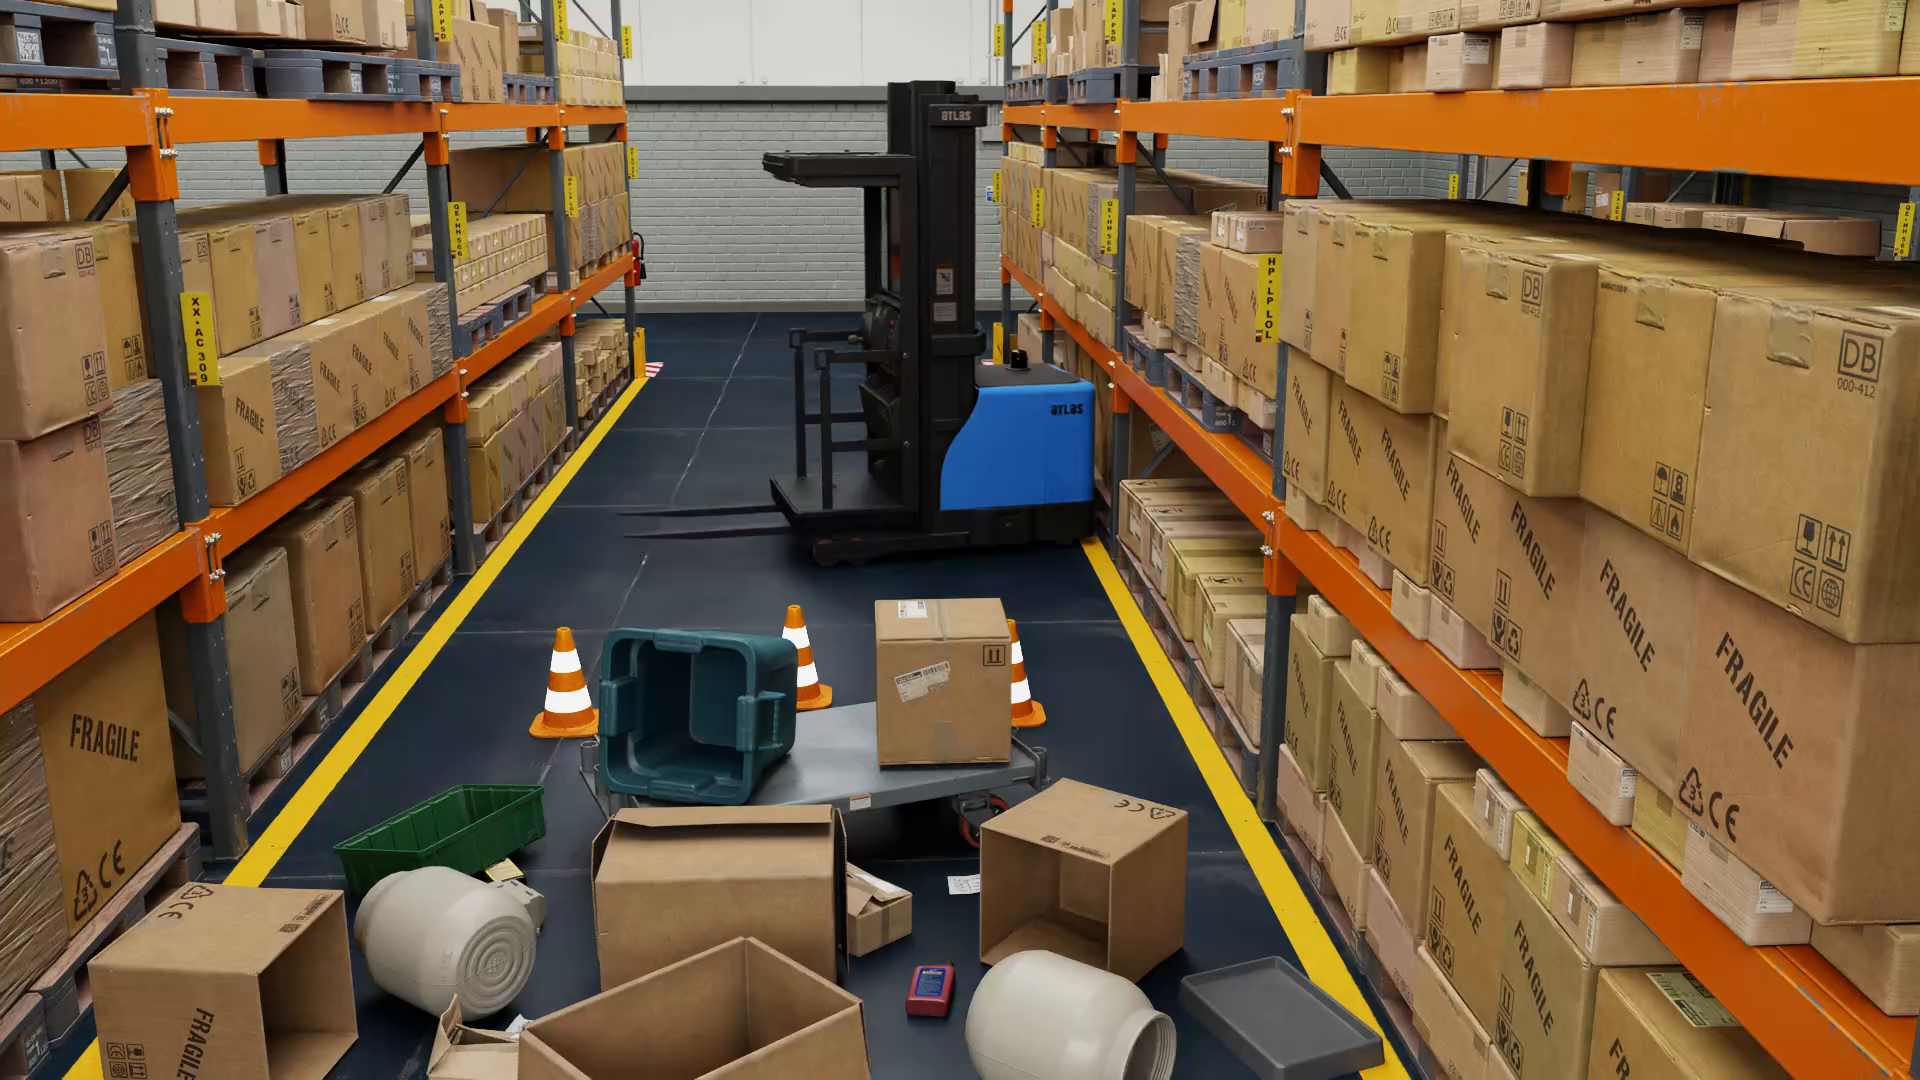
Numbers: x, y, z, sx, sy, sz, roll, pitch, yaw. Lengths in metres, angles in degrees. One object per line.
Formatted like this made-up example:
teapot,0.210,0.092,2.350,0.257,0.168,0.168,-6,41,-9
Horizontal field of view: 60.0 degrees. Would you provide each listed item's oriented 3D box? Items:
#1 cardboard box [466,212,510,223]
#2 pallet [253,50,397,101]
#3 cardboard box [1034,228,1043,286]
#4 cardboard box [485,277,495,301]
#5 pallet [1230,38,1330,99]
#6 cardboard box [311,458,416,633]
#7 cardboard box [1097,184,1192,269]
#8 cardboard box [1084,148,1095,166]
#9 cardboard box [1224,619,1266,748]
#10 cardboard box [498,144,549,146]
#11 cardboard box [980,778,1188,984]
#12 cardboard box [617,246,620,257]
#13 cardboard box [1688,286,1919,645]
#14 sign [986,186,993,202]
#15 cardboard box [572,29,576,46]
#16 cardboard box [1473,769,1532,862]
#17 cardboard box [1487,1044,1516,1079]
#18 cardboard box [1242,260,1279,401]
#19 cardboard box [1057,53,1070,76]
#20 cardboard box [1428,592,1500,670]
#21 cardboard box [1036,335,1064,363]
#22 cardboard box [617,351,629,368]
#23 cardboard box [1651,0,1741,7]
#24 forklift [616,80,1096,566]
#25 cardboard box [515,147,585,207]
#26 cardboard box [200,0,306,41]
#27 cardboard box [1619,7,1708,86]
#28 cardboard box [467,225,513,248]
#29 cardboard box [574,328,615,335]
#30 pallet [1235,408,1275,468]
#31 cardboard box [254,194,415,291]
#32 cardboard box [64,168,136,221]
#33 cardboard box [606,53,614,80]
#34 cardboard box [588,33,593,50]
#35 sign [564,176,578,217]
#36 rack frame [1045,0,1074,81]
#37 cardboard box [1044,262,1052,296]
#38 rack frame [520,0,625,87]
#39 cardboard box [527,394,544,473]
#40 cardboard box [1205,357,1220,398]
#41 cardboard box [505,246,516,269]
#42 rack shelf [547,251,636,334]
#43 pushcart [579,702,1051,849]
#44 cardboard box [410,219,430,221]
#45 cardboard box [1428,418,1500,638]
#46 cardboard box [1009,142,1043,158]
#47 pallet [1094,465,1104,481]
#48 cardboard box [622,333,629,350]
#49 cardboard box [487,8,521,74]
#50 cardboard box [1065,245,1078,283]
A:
cardboard box,-4.039,-2.538,14.075,0.500,0.500,0.500,-1,14,-3
pallet,-3.314,-2.159,7.757,1.003,0.211,1.213,0,14,-1
cardboard box,0.923,-2.491,14.489,0.500,0.500,0.500,-1,14,-3
cardboard box,-3.376,-1.698,11.269,0.380,0.149,0.250,0,14,-2
pallet,1.771,-1.859,6.588,1.213,0.211,1.003,-1,14,-3
cardboard box,-3.474,0.021,8.596,1.050,0.750,0.750,-1,14,-3
cardboard box,1.162,-1.994,10.549,0.500,0.500,0.500,-1,14,-5
cardboard box,0.962,-3.317,14.390,0.380,0.149,0.250,-1,14,-2
cardboard box,1.668,0.597,7.117,0.950,0.372,0.625,-1,14,-3
cardboard box,-4.165,-3.531,15.924,0.500,0.500,0.500,-1,14,-5
cardboard box,0.411,1.155,5.529,0.500,0.500,0.500,10,18,35
cardboard box,-3.695,-2.964,17.030,0.380,0.149,0.250,-1,14,-4
cardboard box,1.701,-0.147,2.776,0.700,0.500,0.500,-1,14,-5
sign,0.535,-4.874,23.406,0.327,0.218,0.001,-1,14,-3
cardboard box,-3.566,-4.380,14.509,0.380,0.149,0.250,-1,14,-5
cardboard box,1.524,0.690,4.193,0.380,0.149,0.250,0,14,-1
cardboard box,1.608,1.455,4.026,0.500,0.250,0.500,-1,14,-3
cardboard box,1.445,-0.849,6.666,0.500,0.500,0.500,-1,14,-4
cardboard box,0.936,-3.554,12.427,0.380,0.166,0.250,-2,15,-7
cardboard box,1.515,0.244,4.564,0.380,0.149,0.250,-1,14,-4
cardboard box,1.219,-1.675,15.814,0.875,0.438,0.875,-1,14,-5
cardboard box,-3.617,-1.857,17.104,0.380,0.149,0.250,0,14,-2
cardboard box,1.633,-1.120,3.043,0.500,0.250,0.500,-1,14,-4
forklift,-0.691,-1.400,10.586,3.031,2.935,1.130,-4,15,-14
cardboard box,-3.559,-3.151,14.450,0.500,0.500,0.500,-1,14,-5
cardboard box,-3.136,-2.348,7.340,0.396,0.266,0.258,-1,14,-3
cardboard box,1.607,-1.016,3.439,0.380,0.149,0.250,-1,14,-4
cardboard box,-3.428,-2.179,11.942,0.380,0.149,0.250,-2,15,-6
cardboard box,-3.635,-2.017,16.529,0.380,0.149,0.250,-1,15,-6
pallet,1.800,-0.441,7.107,1.003,0.211,1.213,-1,14,-3
cardboard box,-3.462,-1.656,9.236,0.700,0.500,0.500,-1,14,-4
cardboard box,-8.639,-3.491,16.773,0.500,0.500,0.500,-1,14,-3
cardboard box,-3.660,-4.609,16.198,0.500,0.250,0.500,-1,14,-5
cardboard box,-3.588,-4.579,15.280,0.380,0.149,0.250,-1,14,-5
sign,-3.174,-2.800,13.566,0.100,0.325,0.005,-1,14,-3
rack frame,1.207,-5.237,13.321,1.000,3.000,0.127,-1,14,-3
cardboard box,0.971,-2.145,13.646,0.500,0.250,0.500,-1,14,-5
rack frame,-3.975,-6.130,16.792,1.000,3.000,0.127,-1,14,-3
cardboard box,-3.371,-0.787,12.240,0.500,0.500,0.500,-1,14,-5
cardboard box,1.325,-0.740,7.544,0.380,0.149,0.250,-1,14,-3
cardboard box,-3.420,-2.032,11.969,0.380,0.149,0.250,-1,14,-3
rack shelf,-3.851,-2.379,15.696,1.077,0.370,4.000,-1,14,-3
pushcart,-0.570,0.976,6.477,1.648,0.377,0.936,-6,16,-23
cardboard box,-4.125,-2.362,12.653,0.380,0.149,0.250,-1,14,-3
cardboard box,1.575,-0.046,4.387,0.500,0.500,0.500,-1,14,-3
cardboard box,0.694,-3.950,16.850,0.380,0.149,0.250,0,14,-2
pallet,1.409,-0.486,12.492,1.003,0.211,1.213,-1,14,-3
cardboard box,-3.658,-2.065,17.313,0.380,0.149,0.250,-1,14,-5
cardboard box,-3.814,-3.839,12.862,0.700,0.500,0.500,-1,14,-3
cardboard box,1.051,-2.006,12.102,0.500,0.250,0.500,-1,14,-5
